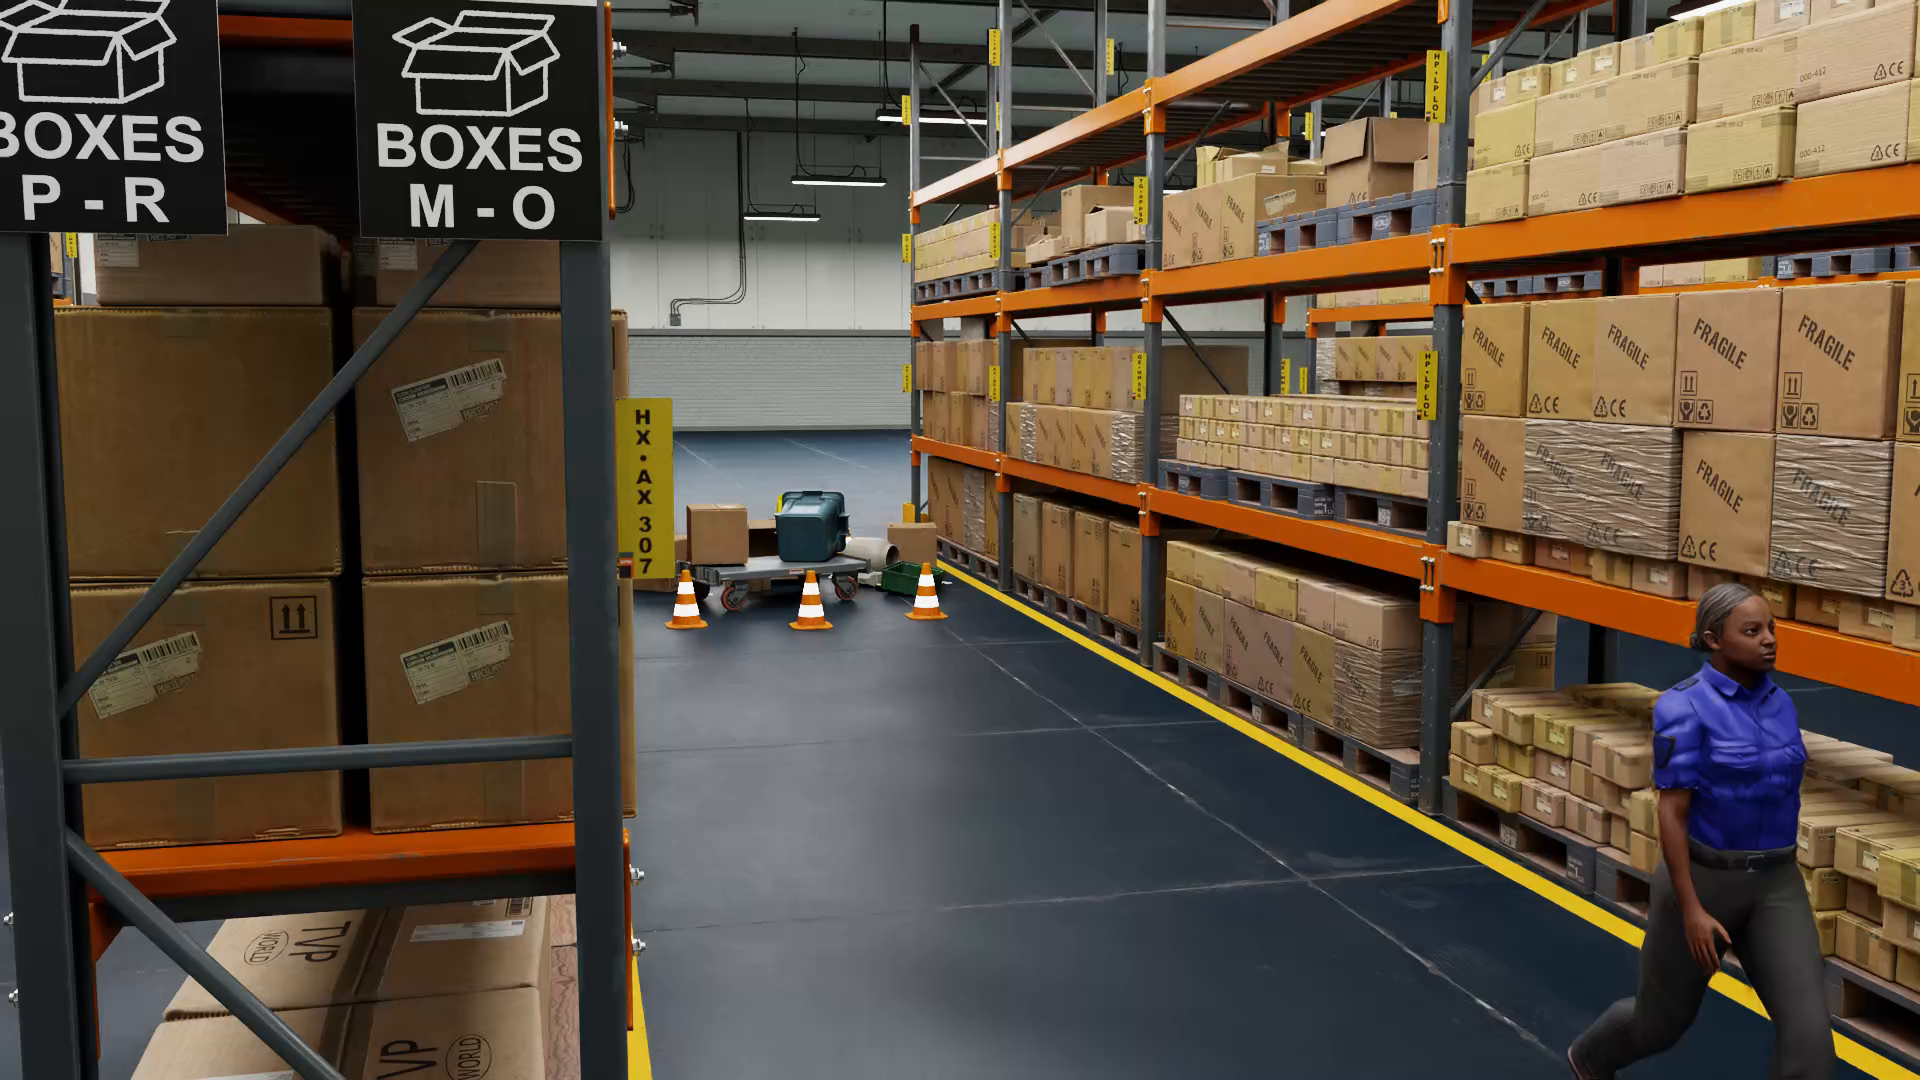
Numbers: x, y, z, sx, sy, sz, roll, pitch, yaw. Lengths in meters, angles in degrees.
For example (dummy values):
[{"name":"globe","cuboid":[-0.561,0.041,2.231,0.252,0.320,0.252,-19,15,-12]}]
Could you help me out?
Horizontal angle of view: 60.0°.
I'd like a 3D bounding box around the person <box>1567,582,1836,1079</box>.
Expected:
[{"name":"person","cuboid":[1.988,0.910,4.350,0.444,1.603,0.966,-1,6,-12]}]
